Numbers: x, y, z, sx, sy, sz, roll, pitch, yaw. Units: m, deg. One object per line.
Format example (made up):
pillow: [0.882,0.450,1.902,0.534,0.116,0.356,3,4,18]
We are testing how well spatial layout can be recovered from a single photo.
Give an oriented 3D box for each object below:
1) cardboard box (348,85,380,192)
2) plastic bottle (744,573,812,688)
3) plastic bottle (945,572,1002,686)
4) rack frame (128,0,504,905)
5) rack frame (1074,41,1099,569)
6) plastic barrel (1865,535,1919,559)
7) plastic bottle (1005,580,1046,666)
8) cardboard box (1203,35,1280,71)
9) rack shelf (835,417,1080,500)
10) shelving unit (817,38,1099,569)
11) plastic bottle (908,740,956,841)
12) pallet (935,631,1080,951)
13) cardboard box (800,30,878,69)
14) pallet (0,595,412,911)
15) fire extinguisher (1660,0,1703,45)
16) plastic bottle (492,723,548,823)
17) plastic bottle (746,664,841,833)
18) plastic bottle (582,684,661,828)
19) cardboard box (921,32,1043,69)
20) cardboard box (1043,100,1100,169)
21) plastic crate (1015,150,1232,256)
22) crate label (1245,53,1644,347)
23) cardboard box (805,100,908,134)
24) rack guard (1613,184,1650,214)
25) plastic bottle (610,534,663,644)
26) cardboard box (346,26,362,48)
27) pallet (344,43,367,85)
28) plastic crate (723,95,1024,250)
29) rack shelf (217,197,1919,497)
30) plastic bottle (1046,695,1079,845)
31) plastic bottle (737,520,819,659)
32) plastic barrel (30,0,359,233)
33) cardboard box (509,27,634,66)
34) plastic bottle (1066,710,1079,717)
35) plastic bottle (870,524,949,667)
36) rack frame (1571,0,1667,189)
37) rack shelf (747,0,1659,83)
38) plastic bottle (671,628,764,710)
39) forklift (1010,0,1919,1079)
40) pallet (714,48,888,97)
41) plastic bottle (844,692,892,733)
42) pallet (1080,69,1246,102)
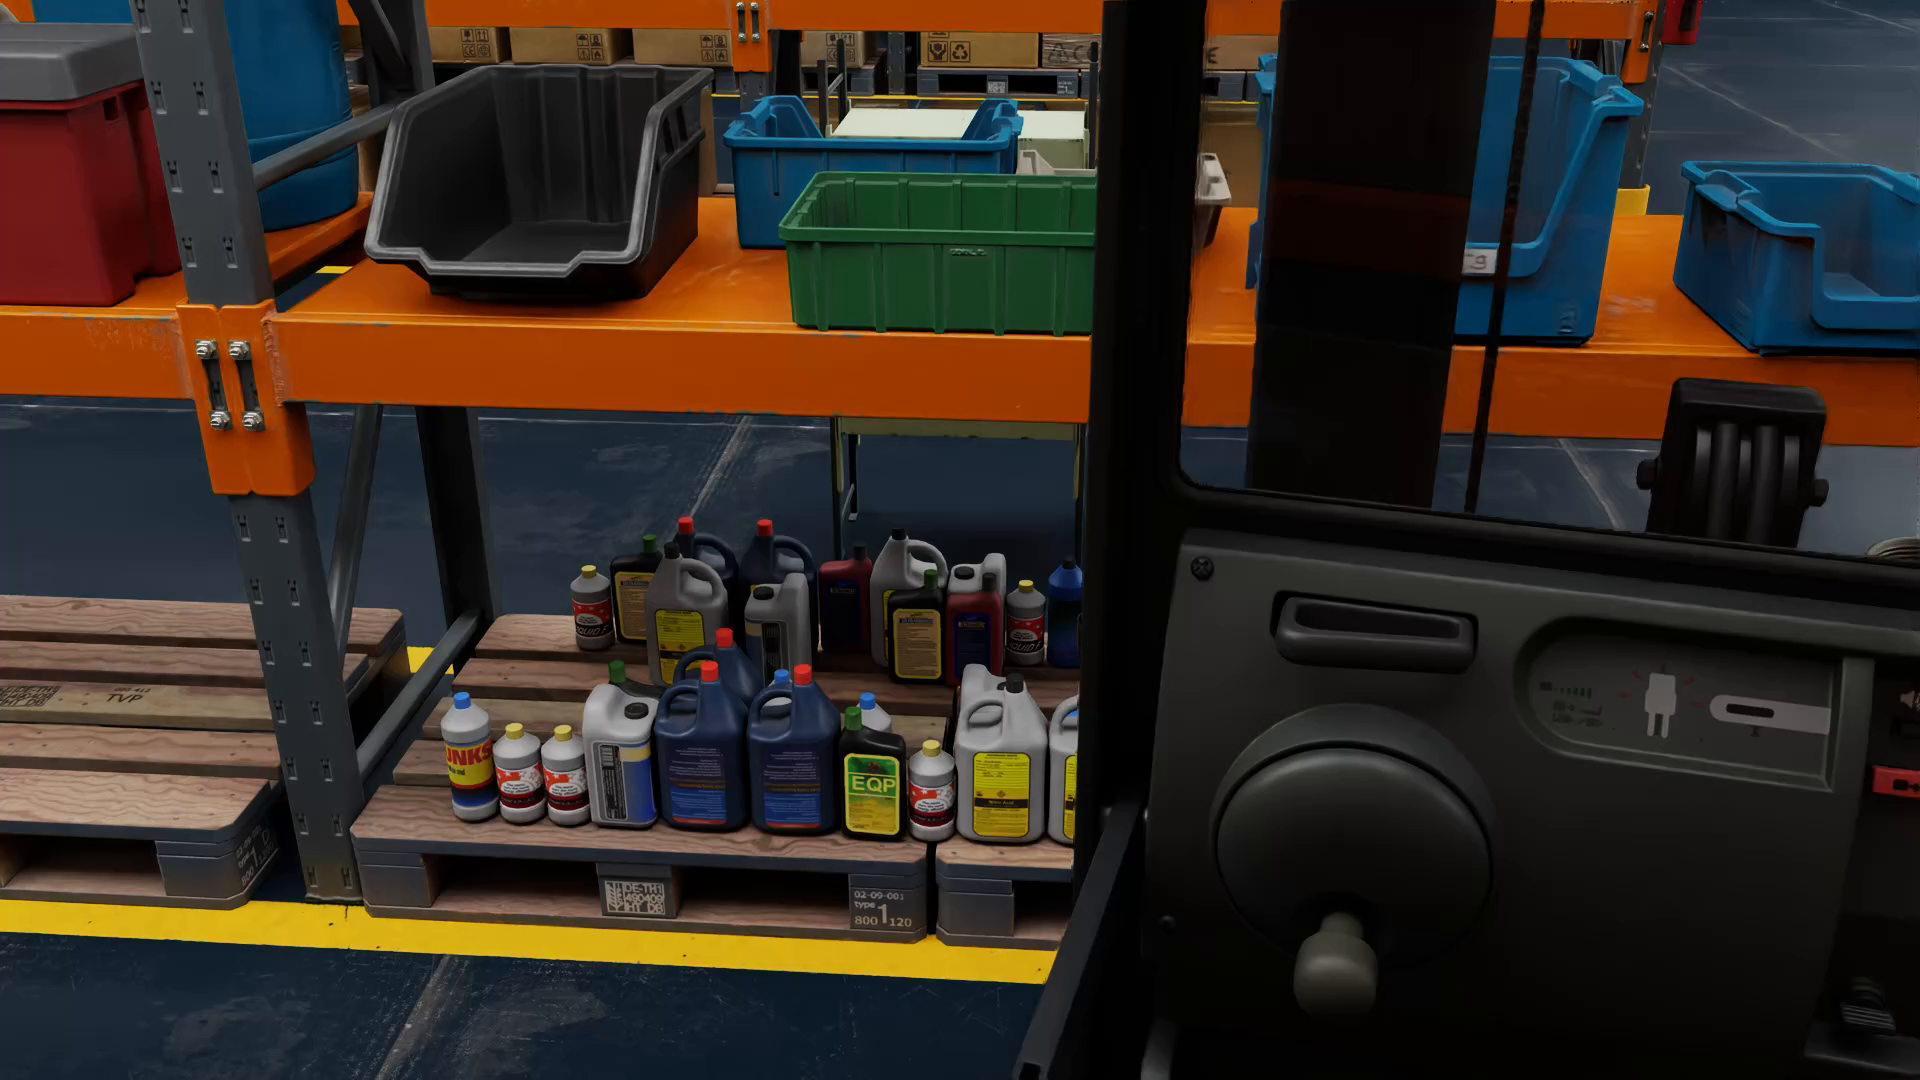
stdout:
cardboard box: [-3.119,-2.008,8.490,0.500,0.500,0.700,4,25,8]
plastic bottle: [-0.430,0.214,3.928,0.135,0.276,0.152,2,25,4]
plastic bottle: [0.032,0.210,3.929,0.133,0.283,0.061,2,25,4]
rack frame: [-1.300,-0.792,3.384,0.127,3.000,1.000,2,25,4]
rack frame: [0.372,-0.669,4.911,0.023,1.500,0.400,2,25,4]
plastic barrel: [2.027,0.286,3.514,0.421,0.512,0.421,0,25,0]
plastic bottle: [0.160,0.195,4.059,0.097,0.201,0.097,0,25,0]
cardboard box: [1.990,-4.040,12.480,0.875,0.875,0.875,1,25,3]
rack shelf: [0.007,-0.385,5.072,0.720,0.370,0.431,2,25,4]
shelving unit: [0.007,-0.681,4.936,0.755,1.500,0.431,2,25,4]
plastic bottle: [-0.058,0.503,3.391,0.097,0.201,0.097,0,25,0]
pallet: [0.587,0.551,3.800,1.213,0.211,1.003,2,25,4]
cardboard box: [-1.066,-4.072,12.700,0.750,0.750,1.050,2,25,4]
pallet: [-2.085,0.465,3.986,1.213,0.211,1.003,2,25,4]
fire extinguisher: [3.147,-2.498,7.183,0.183,0.674,0.296,2,25,4]
plastic bottle: [-0.914,0.475,3.450,0.097,0.201,0.097,0,25,0]
plastic bottle: [-0.338,0.416,3.400,0.185,0.351,0.144,1,25,2]
plastic bottle: [-0.691,0.437,3.444,0.135,0.276,0.152,3,25,6]
cardboard box: [0.182,-4.097,12.605,0.875,0.875,0.875,2,25,5]
cardboard box: [0.672,-1.880,8.236,0.500,0.500,0.500,0,25,-1]
plastic crate: [0.339,-0.726,3.555,0.437,0.136,0.530,2,25,4]
crate label: [0.833,-0.627,2.981,0.616,0.435,0.502,2,25,4]
cardboard box: [-0.525,-1.882,8.241,0.500,0.500,0.500,1,25,2]
rack guard: [2.992,-1.596,8.120,0.348,0.500,1.175,2,25,4]
plastic bottle: [-0.795,0.120,4.125,0.133,0.283,0.061,3,25,7]
cardboard box: [-5.114,-4.233,13.349,0.500,0.500,0.500,1,25,2]
pallet: [-5.207,-3.808,13.272,1.213,0.211,1.003,2,25,4]
plastic crate: [-0.175,-0.803,3.584,0.616,0.251,0.499,2,25,4]
rack shelf: [0.695,-0.402,3.395,4.000,0.370,1.077,2,25,4]
plastic bottle: [0.271,0.436,3.358,0.185,0.351,0.144,3,25,6]
plastic bottle: [-0.444,0.118,4.048,0.185,0.351,0.144,1,25,1]
plastic barrel: [-1.662,-1.159,3.580,0.708,0.901,0.600,2,25,4]
cardboard box: [-2.956,-4.134,12.835,0.750,0.750,1.050,2,25,5]
plastic bottle: [0.237,0.452,3.501,0.097,0.201,0.097,0,25,0]
plastic bottle: [-0.122,0.128,4.026,0.185,0.351,0.144,2,25,4]
rack frame: [3.068,-2.729,7.592,0.127,3.000,1.000,2,25,4]
rack shelf: [1.074,-2.466,7.881,4.000,0.370,1.077,2,25,4]
plastic bottle: [-0.515,0.350,3.544,0.185,0.351,0.144,2,25,4]
forklift: [0.568,0.267,1.163,1.130,2.935,3.031,7,26,15]
pallet: [-1.215,-3.647,12.924,1.213,0.211,1.003,2,25,4]
plastic bottle: [-0.189,0.441,3.441,0.097,0.271,0.097,0,25,0]
pallet: [1.532,-3.559,12.732,1.213,0.211,1.003,2,25,4]
